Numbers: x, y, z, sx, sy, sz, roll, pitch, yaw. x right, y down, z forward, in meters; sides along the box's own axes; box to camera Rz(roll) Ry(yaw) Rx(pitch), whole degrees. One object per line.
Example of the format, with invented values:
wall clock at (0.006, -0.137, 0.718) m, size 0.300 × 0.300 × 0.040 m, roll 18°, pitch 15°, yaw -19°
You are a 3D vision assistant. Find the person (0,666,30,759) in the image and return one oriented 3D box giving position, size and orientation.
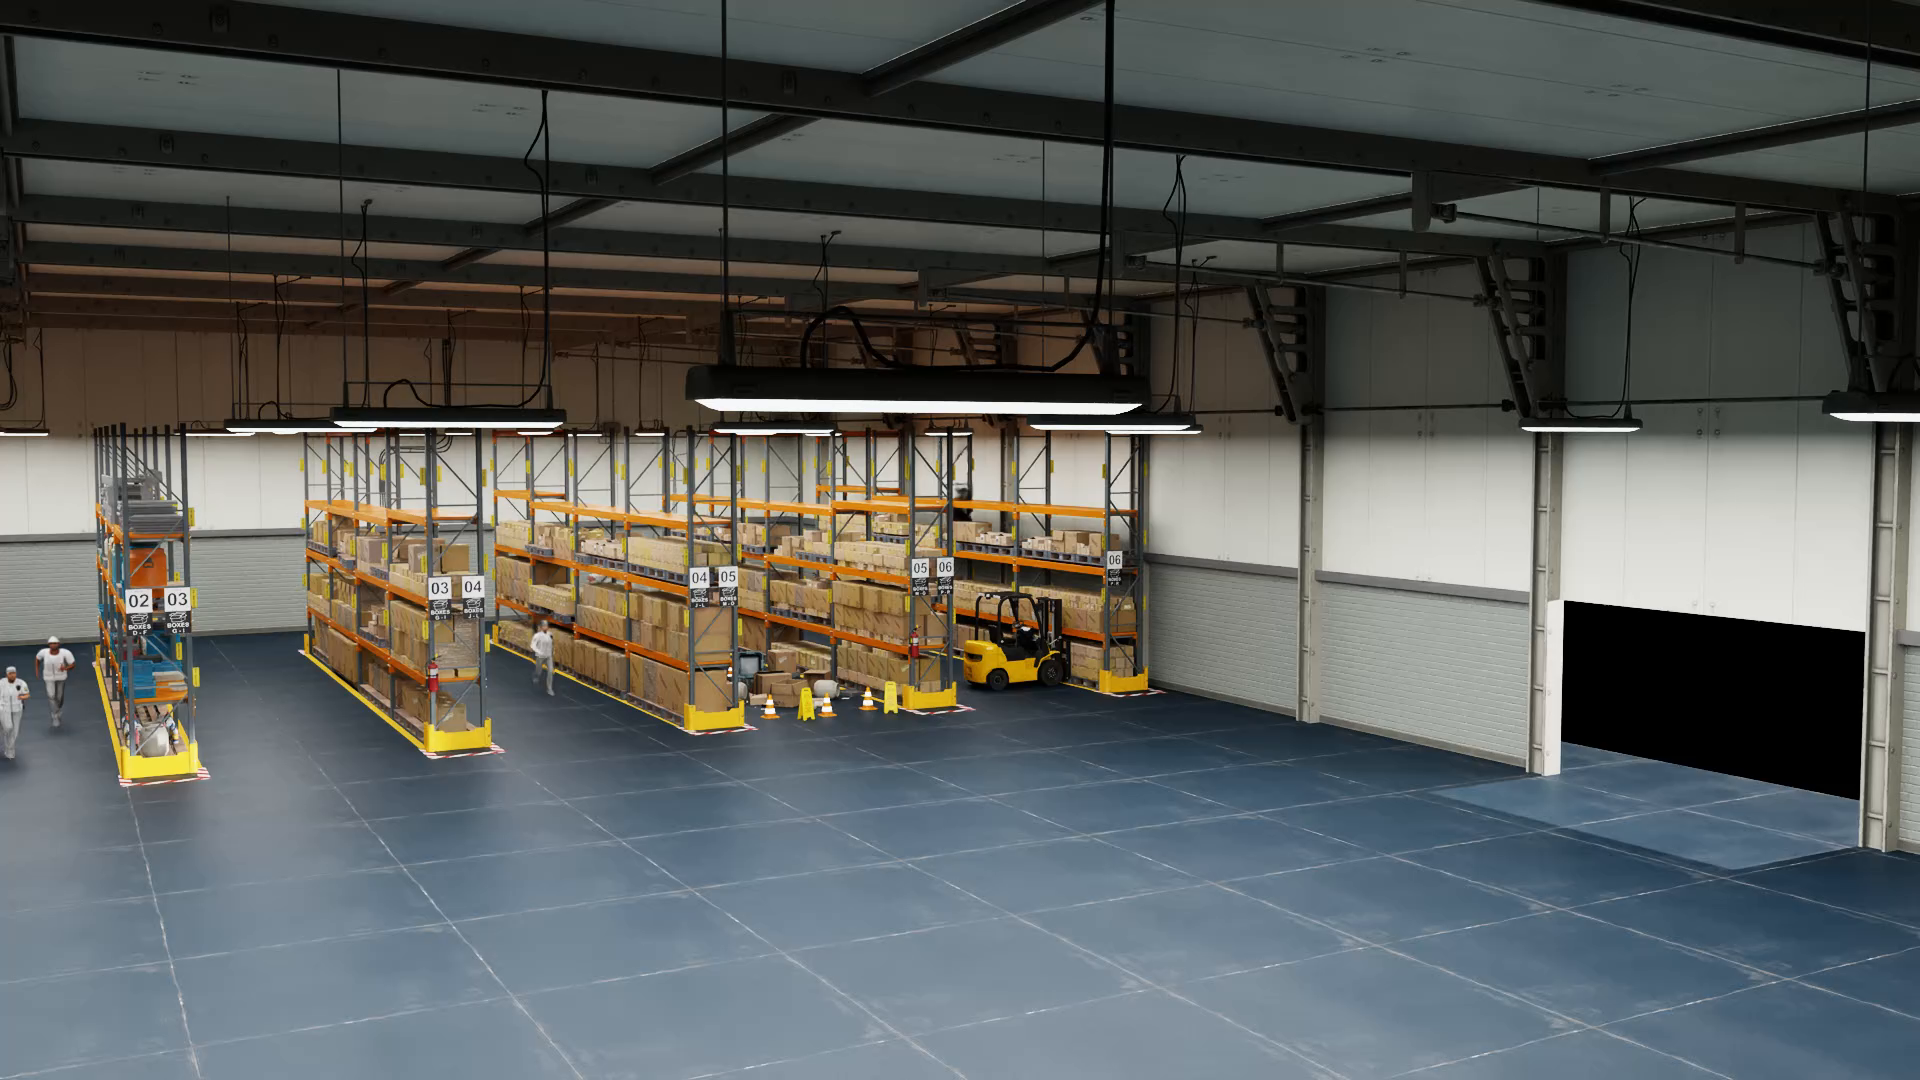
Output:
person at (-17.064, 3.089, 29.859) m, size 0.630 × 1.662 × 0.783 m, roll -3°, pitch 5°, yaw -40°

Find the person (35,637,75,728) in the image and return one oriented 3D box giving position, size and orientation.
person at (-18.200, 2.817, 33.465) m, size 0.729 × 1.782 × 1.017 m, roll -2°, pitch 4°, yaw -25°

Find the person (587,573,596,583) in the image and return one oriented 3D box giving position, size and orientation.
person at (-11.093, 1.834, 50.051) m, size 0.553 × 1.732 × 0.706 m, roll -2°, pitch 4°, yaw -33°

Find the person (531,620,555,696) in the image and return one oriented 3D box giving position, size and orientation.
person at (-9.396, 2.637, 37.506) m, size 0.591 × 1.695 × 1.036 m, roll -2°, pitch 4°, yaw -31°
